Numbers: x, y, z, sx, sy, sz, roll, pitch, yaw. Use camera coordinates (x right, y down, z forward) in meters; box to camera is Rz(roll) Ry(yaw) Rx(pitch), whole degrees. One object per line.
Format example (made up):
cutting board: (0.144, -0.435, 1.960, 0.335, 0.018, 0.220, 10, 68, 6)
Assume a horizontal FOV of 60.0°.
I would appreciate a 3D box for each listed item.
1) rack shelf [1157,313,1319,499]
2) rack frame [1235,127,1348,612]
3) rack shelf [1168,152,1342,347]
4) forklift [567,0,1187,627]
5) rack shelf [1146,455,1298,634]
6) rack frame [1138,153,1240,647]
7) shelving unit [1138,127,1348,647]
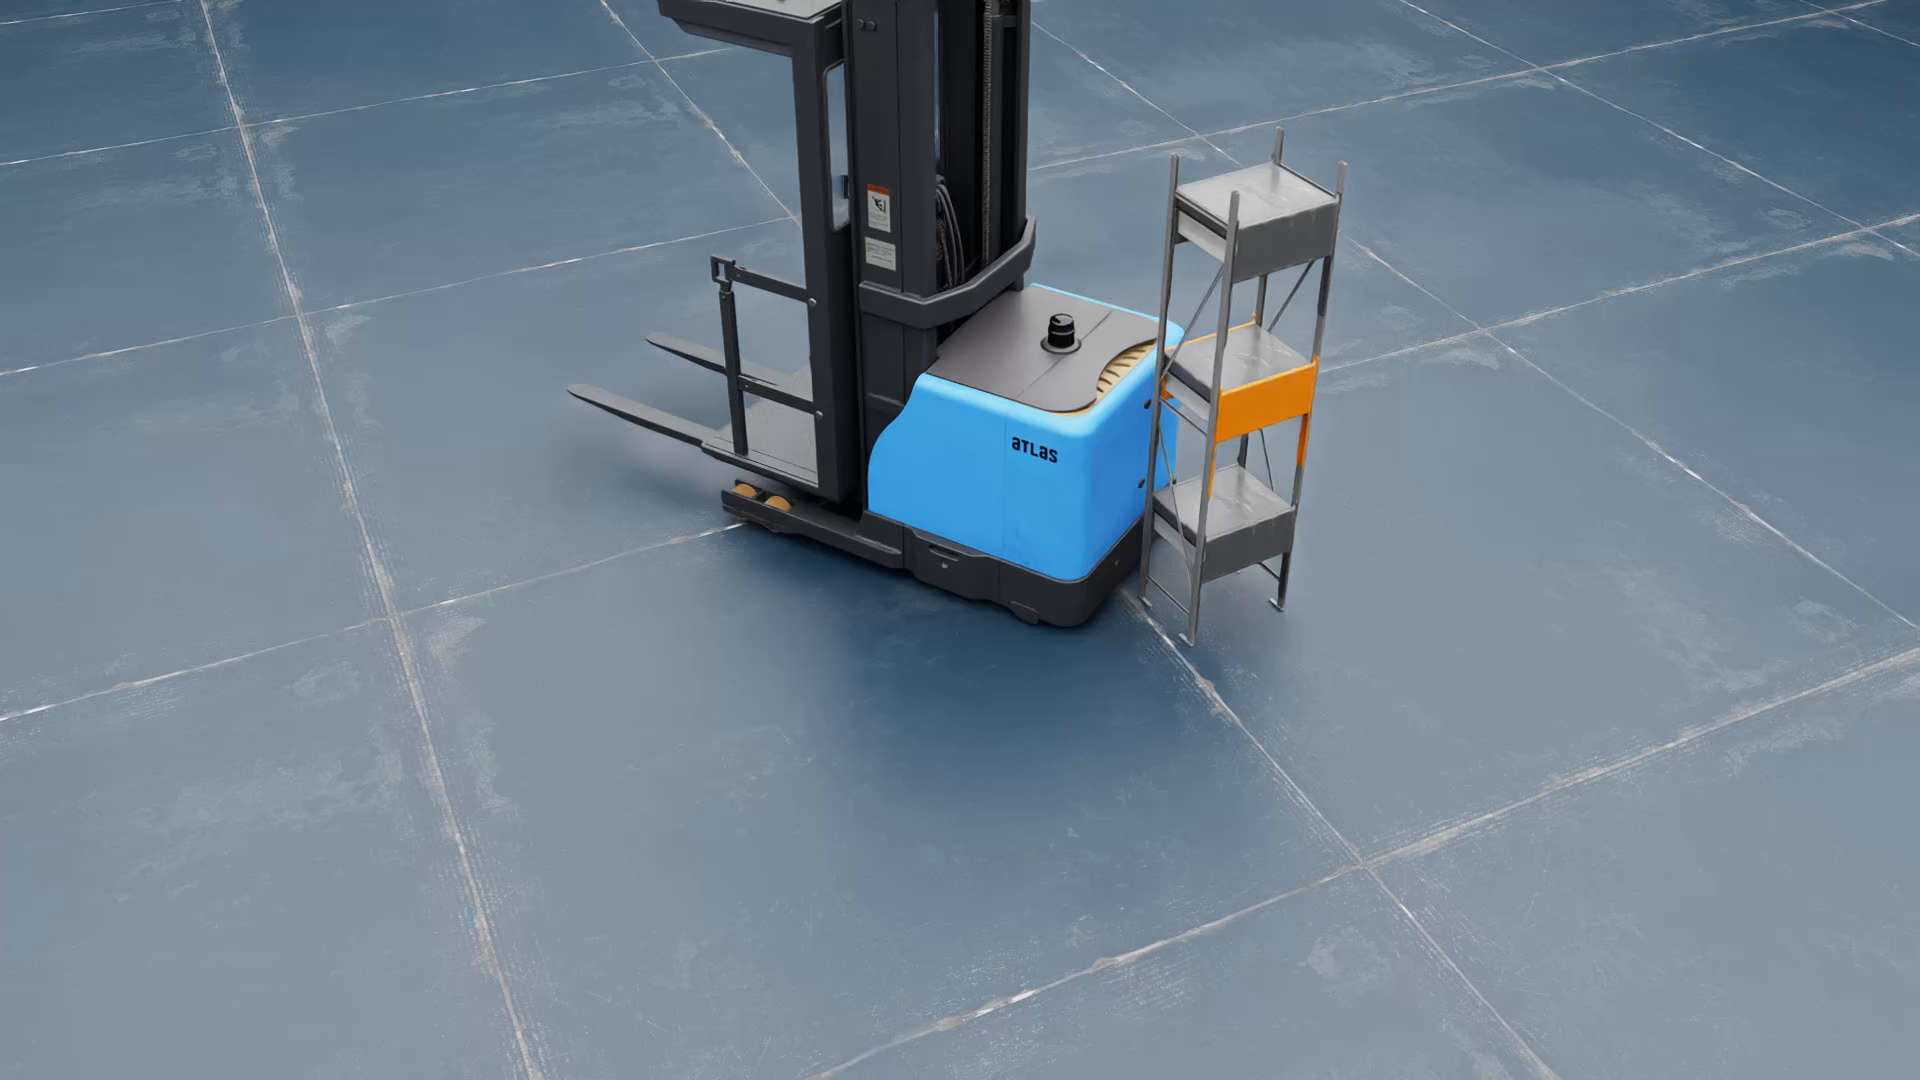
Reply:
rack shelf: (1.104, -0.548, 6.746, 0.480, 0.518, 0.431, -19, 40, -23)
rack frame: (1.317, -0.631, 6.834, 0.015, 2.100, 0.400, -19, 40, -23)
rack shelf: (1.101, -1.109, 6.328, 0.480, 0.518, 0.431, -19, 40, -23)
forklift: (-0.527, -1.461, 7.259, 3.031, 2.935, 1.130, 20, 41, 25)
rack shelf: (1.108, 0.013, 7.164, 0.480, 0.518, 0.431, -19, 40, -23)
rack frame: (0.892, -0.486, 6.643, 0.015, 2.100, 0.400, -19, 40, -23)
shelving unit: (1.104, -0.559, 6.738, 0.503, 2.100, 0.431, -19, 40, -23)
